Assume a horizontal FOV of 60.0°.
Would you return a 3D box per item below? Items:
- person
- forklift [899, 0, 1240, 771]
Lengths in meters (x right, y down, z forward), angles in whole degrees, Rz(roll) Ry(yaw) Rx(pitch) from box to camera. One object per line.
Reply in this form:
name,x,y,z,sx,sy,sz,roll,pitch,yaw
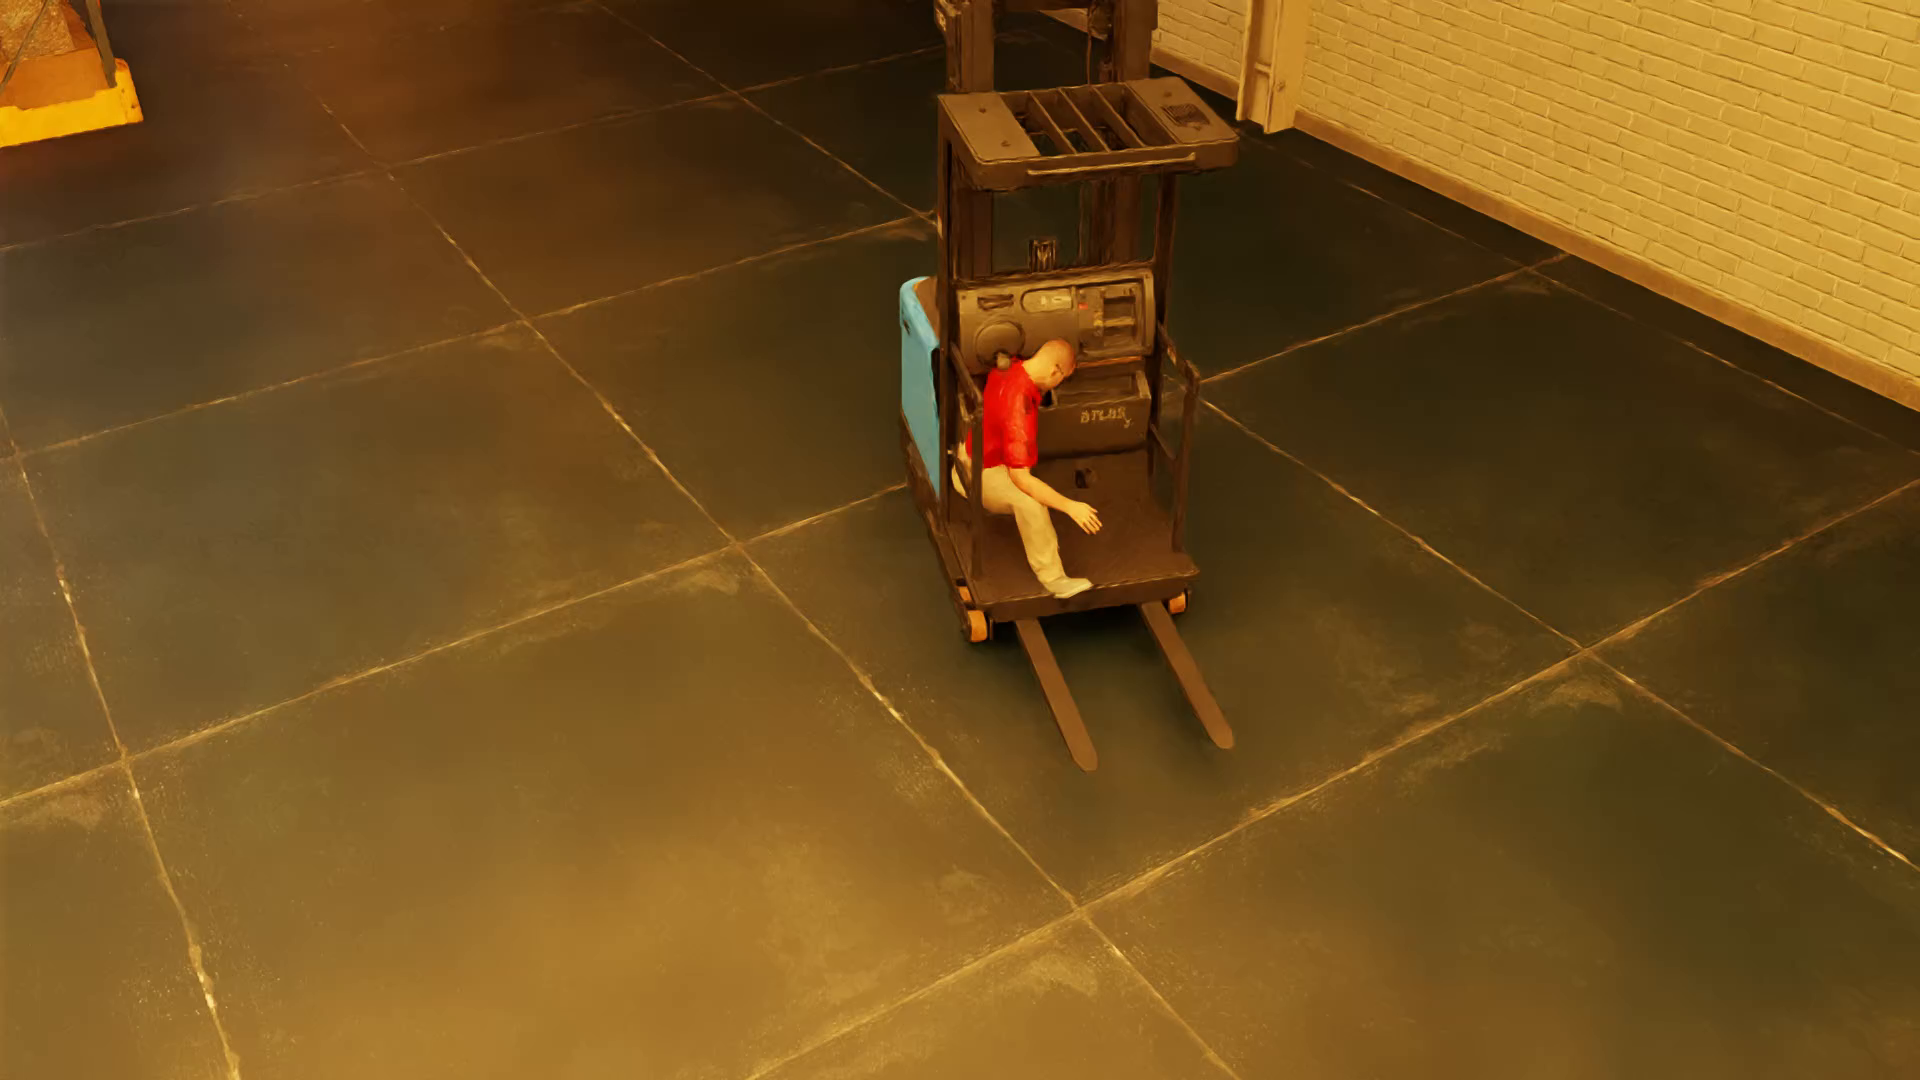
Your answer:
person,0.335,-0.389,8.017,0.808,1.390,1.338,6,36,8
forklift,0.498,-0.945,7.493,1.130,2.935,3.031,-8,36,-11
